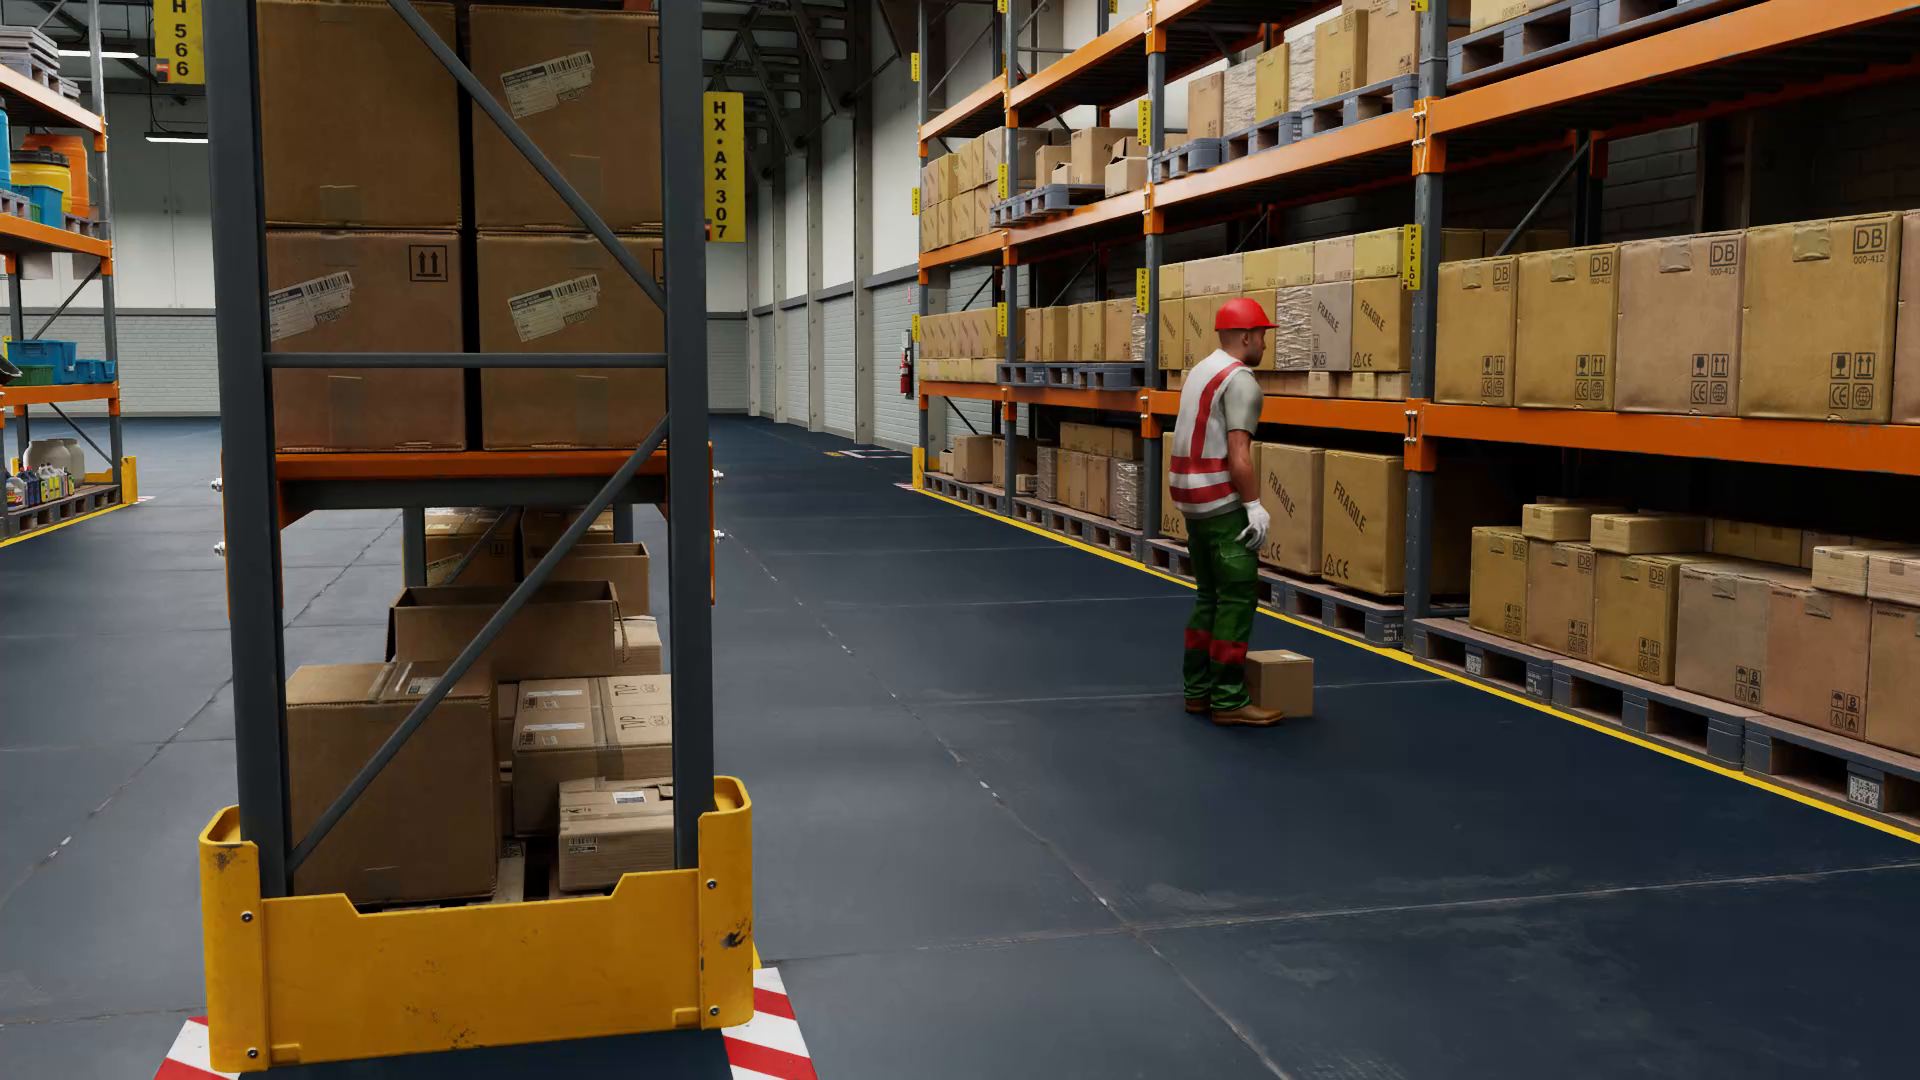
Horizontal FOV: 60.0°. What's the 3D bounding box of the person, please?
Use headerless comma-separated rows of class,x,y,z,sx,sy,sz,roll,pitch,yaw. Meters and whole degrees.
person,1.134,-0.130,7.052,0.453,1.779,0.608,-2,6,-14
